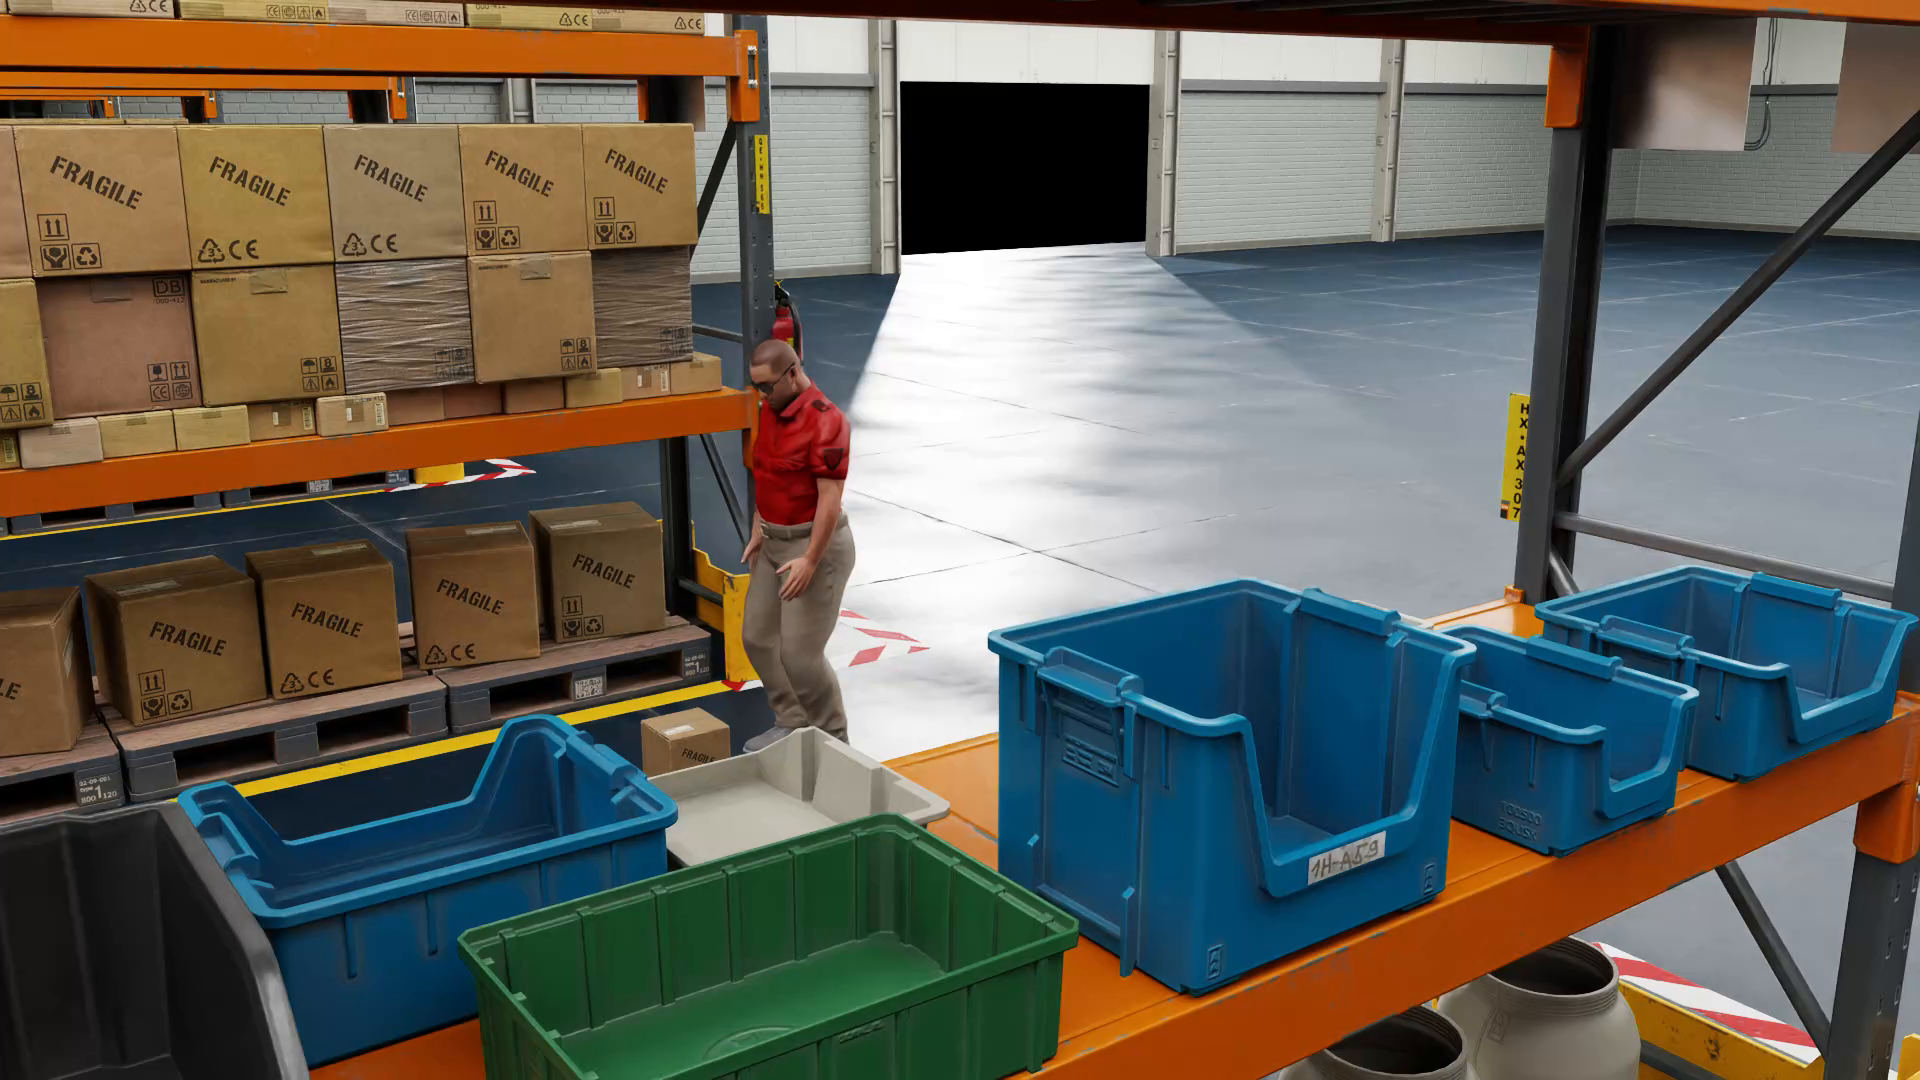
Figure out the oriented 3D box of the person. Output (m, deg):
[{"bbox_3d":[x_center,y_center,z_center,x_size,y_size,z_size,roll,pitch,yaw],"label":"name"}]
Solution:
[{"bbox_3d":[-0.624,0.061,6.415,0.399,1.688,0.553,-10,17,-33],"label":"person"}]
